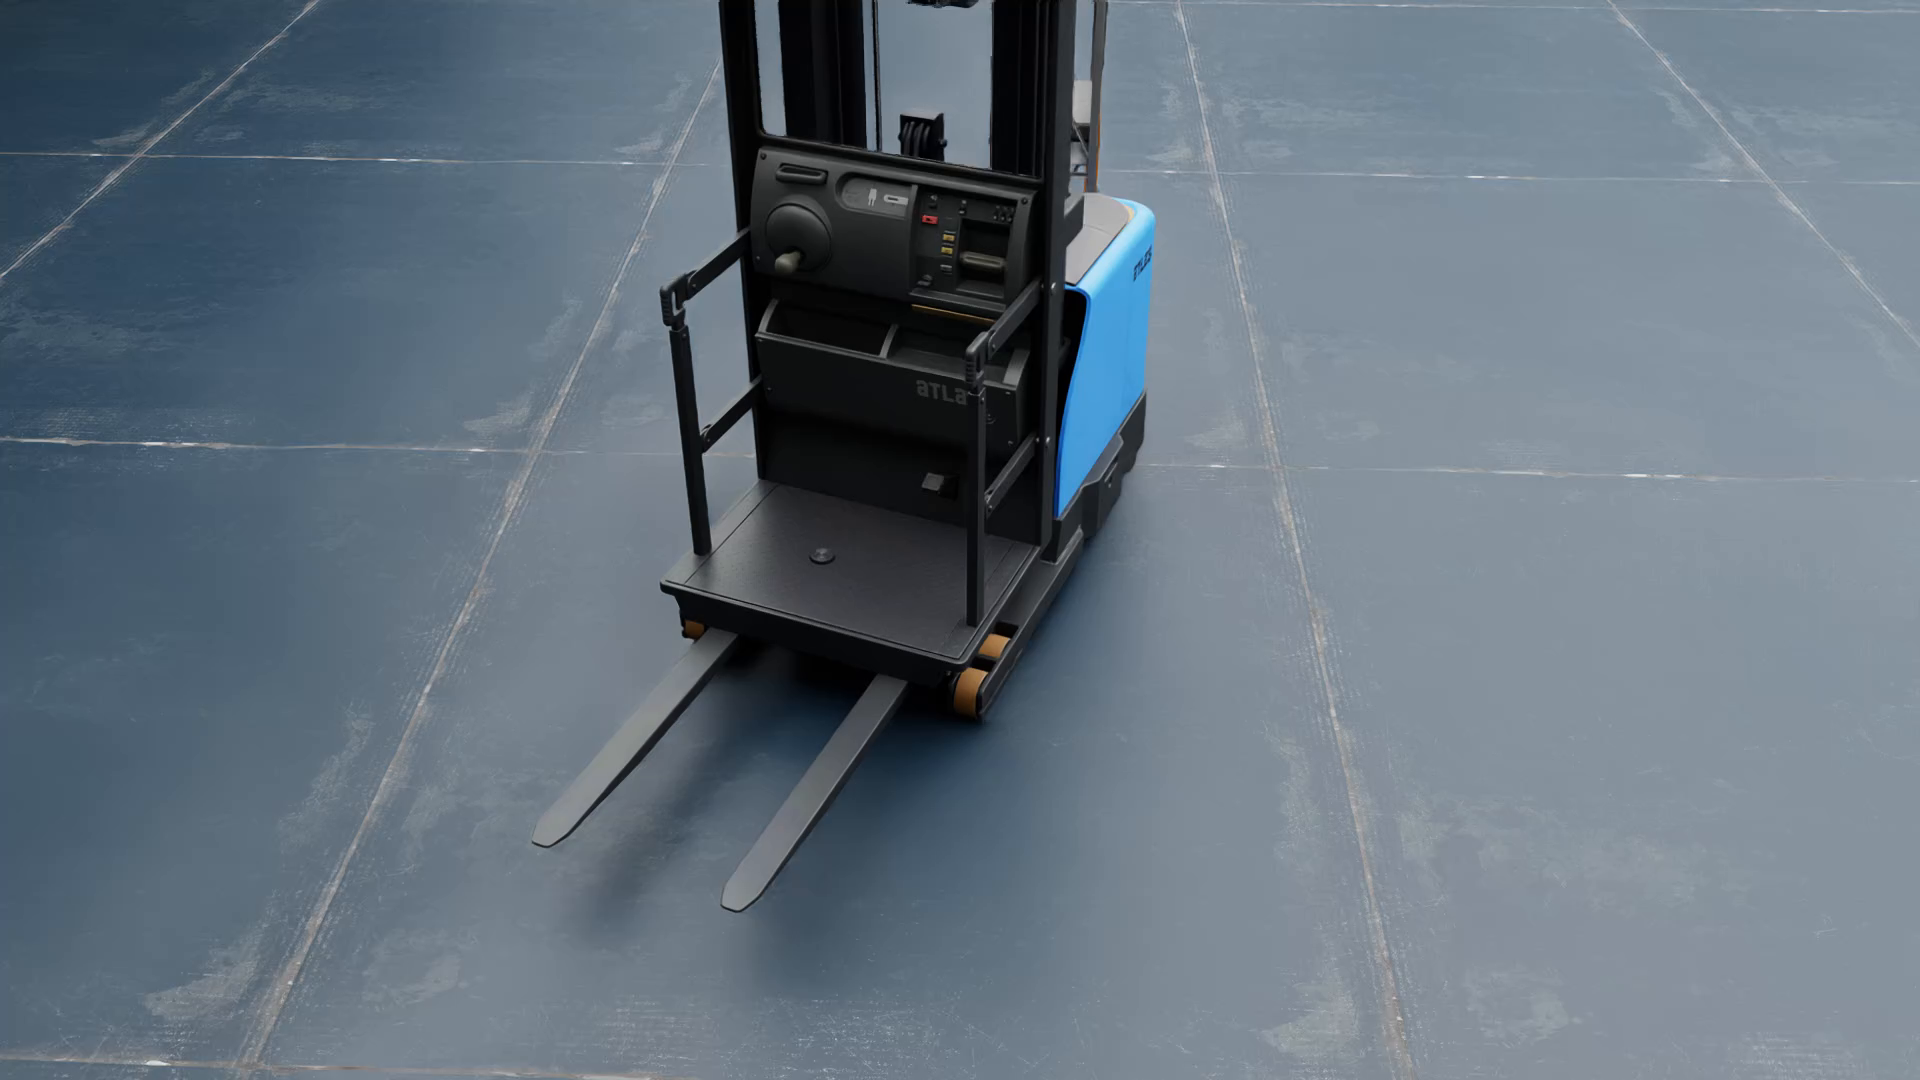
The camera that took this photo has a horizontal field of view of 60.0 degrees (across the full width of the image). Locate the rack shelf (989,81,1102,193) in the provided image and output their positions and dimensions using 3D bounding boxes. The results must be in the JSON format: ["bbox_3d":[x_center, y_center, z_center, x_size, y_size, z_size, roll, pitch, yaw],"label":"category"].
[{"bbox_3d":[0.341,-1.537,6.631,0.431,0.518,0.480,3,35,3],"label":"rack shelf"}]

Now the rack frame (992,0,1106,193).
[{"bbox_3d":[0.325,-1.408,6.424,0.400,2.100,0.015,3,35,3],"label":"rack frame"}]

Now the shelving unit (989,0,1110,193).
[{"bbox_3d":[0.341,-1.548,6.623,0.431,2.100,0.503,3,35,3],"label":"shelving unit"}]

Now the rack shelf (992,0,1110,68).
[{"bbox_3d":[0.347,-2.109,6.228,0.431,0.518,0.480,3,35,3],"label":"rack shelf"}]

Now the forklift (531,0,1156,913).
[{"bbox_3d":[-0.304,-0.897,4.978,1.130,2.935,3.031,14,37,19],"label":"forklift"}]

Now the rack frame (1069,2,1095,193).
[{"bbox_3d":[0.357,-1.688,6.822,0.400,2.100,0.015,3,35,3],"label":"rack frame"}]
